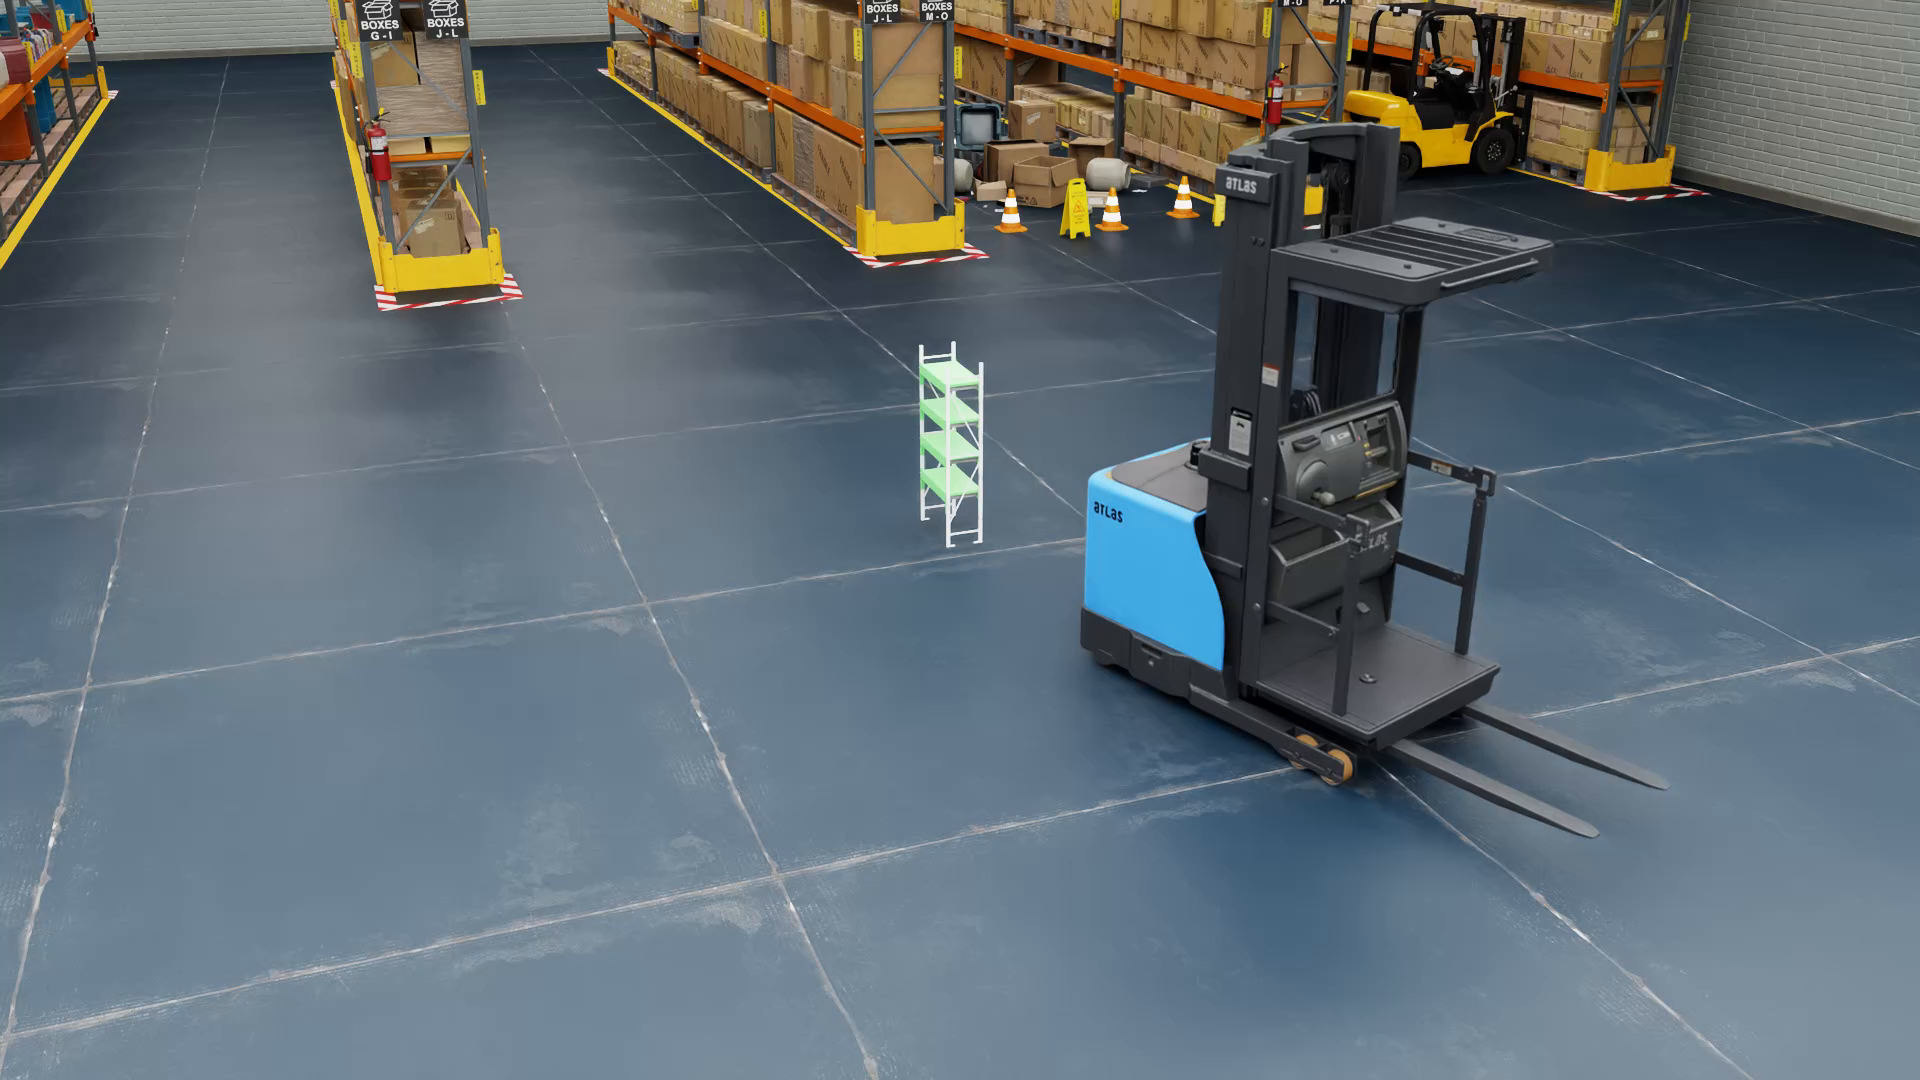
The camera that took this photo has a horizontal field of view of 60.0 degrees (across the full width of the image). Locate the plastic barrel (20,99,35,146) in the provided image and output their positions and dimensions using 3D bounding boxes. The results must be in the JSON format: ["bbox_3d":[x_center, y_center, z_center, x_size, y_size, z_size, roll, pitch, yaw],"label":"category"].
[{"bbox_3d":[-13.271,-5.854,23.342,0.600,0.588,0.708,-8,24,-19],"label":"plastic barrel"}]

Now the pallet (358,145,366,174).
[{"bbox_3d":[-7.775,-5.297,23.045,1.003,0.211,1.213,-8,24,-19],"label":"pallet"}]

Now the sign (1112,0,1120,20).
[{"bbox_3d":[2.116,-7.228,22.546,0.100,0.325,0.005,-8,24,-19],"label":"sign"}]

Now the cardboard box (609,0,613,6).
[{"bbox_3d":[-6.393,-10.138,31.264,0.380,0.149,0.250,-9,24,-19],"label":"cardboard box"}]

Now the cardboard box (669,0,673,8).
[{"bbox_3d":[-4.253,-8.260,25.502,0.380,0.149,0.250,-8,24,-17],"label":"cardboard box"}]

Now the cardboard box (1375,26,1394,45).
[{"bbox_3d":[6.671,-7.714,25.384,0.500,0.250,0.500,-8,24,-19],"label":"cardboard box"}]

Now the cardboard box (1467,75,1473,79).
[{"bbox_3d":[7.631,-6.689,24.471,0.500,0.250,0.500,-8,24,-18],"label":"cardboard box"}]

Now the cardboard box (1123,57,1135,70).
[{"bbox_3d":[2.445,-6.498,22.628,0.380,0.149,0.250,-8,24,-19],"label":"cardboard box"}]

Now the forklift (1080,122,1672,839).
[{"bbox_3d":[1.998,-0.398,7.920,1.130,2.935,3.031,-18,29,-36],"label":"forklift"}]

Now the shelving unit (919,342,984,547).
[{"bbox_3d":[-0.058,-0.613,10.660,0.258,1.200,0.503,-8,24,-19],"label":"shelving unit"}]

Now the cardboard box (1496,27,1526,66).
[{"bbox_3d":[7.726,-6.747,22.767,0.500,0.500,0.500,-8,24,-19],"label":"cardboard box"}]

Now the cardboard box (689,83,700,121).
[{"bbox_3d":[-3.851,-6.754,25.591,0.500,0.500,0.500,-8,24,-19],"label":"cardboard box"}]

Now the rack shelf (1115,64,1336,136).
[{"bbox_3d":[3.340,-5.714,21.371,1.077,0.370,4.000,-8,24,-19],"label":"rack shelf"}]

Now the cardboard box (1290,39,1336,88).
[{"bbox_3d":[4.139,-5.712,19.928,0.500,0.500,0.500,-9,24,-20],"label":"cardboard box"}]

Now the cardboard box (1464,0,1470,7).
[{"bbox_3d":[7.387,-7.606,23.587,0.380,0.149,0.250,-9,24,-20],"label":"cardboard box"}]

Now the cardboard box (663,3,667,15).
[{"bbox_3d":[-4.432,-8.310,26.003,0.380,0.149,0.250,-8,24,-18],"label":"cardboard box"}]

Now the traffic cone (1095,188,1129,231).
[{"bbox_3d":[1.770,-3.853,19.296,0.336,0.463,0.334,-8,24,-19],"label":"traffic cone"}]

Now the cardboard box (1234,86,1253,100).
[{"bbox_3d":[3.521,-5.386,19.991,0.380,0.149,0.250,-9,24,-20],"label":"cardboard box"}]

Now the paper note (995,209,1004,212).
[{"bbox_3d":[0.501,-4.021,20.254,0.144,0.017,0.142,0,23,-1],"label":"paper note"}]

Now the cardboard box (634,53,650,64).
[{"bbox_3d":[-5.579,-8.578,29.604,0.380,0.149,0.250,-10,25,-22],"label":"cardboard box"}]

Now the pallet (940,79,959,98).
[{"bbox_3d":[0.151,-8.124,29.753,1.003,0.211,1.213,-8,24,-19],"label":"pallet"}]

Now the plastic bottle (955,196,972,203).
[{"bbox_3d":[0.006,-4.243,20.738,0.283,0.061,0.133,-18,29,-37],"label":"plastic bottle"}]

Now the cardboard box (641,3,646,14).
[{"bbox_3d":[-5.078,-8.834,27.631,0.380,0.149,0.250,-10,25,-22],"label":"cardboard box"}]

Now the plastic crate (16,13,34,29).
[{"bbox_3d":[-15.266,-8.430,27.027,0.416,0.233,0.300,-8,24,-19],"label":"plastic crate"}]

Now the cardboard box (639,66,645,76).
[{"bbox_3d":[-5.414,-8.242,29.190,0.380,0.149,0.250,-9,25,-21],"label":"cardboard box"}]

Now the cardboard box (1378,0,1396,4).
[{"bbox_3d":[6.586,-8.158,25.279,0.380,0.149,0.250,-9,25,-21],"label":"cardboard box"}]

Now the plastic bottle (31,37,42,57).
[{"bbox_3d":[-13.218,-7.034,23.737,0.152,0.276,0.135,-8,24,-19],"label":"plastic bottle"}]

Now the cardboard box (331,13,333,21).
[{"bbox_3d":[-10.515,-8.924,28.384,0.380,0.149,0.250,-9,24,-20],"label":"cardboard box"}]

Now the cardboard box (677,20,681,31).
[{"bbox_3d":[-4.065,-7.794,25.162,0.380,0.149,0.250,-8,24,-19],"label":"cardboard box"}]

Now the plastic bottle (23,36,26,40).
[{"bbox_3d":[-13.411,-7.093,23.881,0.097,0.271,0.097,0,23,0],"label":"plastic bottle"}]

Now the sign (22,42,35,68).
[{"bbox_3d":[-12.172,-6.339,21.718,0.100,0.325,0.005,-8,24,-19],"label":"sign"}]

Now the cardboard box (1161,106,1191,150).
[{"bbox_3d":[2.971,-5.411,21.760,0.500,0.500,0.500,-7,24,-16],"label":"cardboard box"}]

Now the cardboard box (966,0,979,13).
[{"bbox_3d":[0.428,-8.897,27.546,0.500,0.250,0.500,-9,24,-20],"label":"cardboard box"}]

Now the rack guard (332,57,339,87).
[{"bbox_3d":[-10.885,-8.629,30.580,1.175,0.500,0.348,-8,24,-19],"label":"rack guard"}]

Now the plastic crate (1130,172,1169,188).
[{"bbox_3d":[2.421,-4.744,21.902,0.402,0.080,0.583,-18,29,-37],"label":"plastic crate"}]

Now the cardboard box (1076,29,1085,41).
[{"bbox_3d":[1.899,-7.278,23.938,0.380,0.149,0.250,-8,24,-19],"label":"cardboard box"}]

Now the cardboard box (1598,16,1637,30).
[{"bbox_3d":[8.366,-6.584,21.163,0.380,0.149,0.250,-8,24,-19],"label":"cardboard box"}]

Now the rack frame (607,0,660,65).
[{"bbox_3d":[-6.200,-10.416,31.601,1.000,3.000,0.127,-8,24,-19],"label":"rack frame"}]

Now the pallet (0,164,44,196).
[{"bbox_3d":[-12.446,-4.614,21.426,1.003,0.211,1.213,-8,24,-19],"label":"pallet"}]

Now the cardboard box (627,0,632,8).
[{"bbox_3d":[-5.579,-9.653,29.278,0.500,0.500,0.500,-8,24,-19],"label":"cardboard box"}]

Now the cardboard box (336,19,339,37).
[{"bbox_3d":[-9.535,-8.164,26.128,0.500,0.500,0.500,-8,24,-19],"label":"cardboard box"}]

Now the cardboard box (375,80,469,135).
[{"bbox_3d":[-5.393,-4.346,16.687,0.875,0.500,0.500,-8,24,-19],"label":"cardboard box"}]

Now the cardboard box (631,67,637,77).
[{"bbox_3d":[-5.756,-8.502,30.189,0.380,0.149,0.250,-8,24,-19],"label":"cardboard box"}]

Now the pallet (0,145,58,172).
[{"bbox_3d":[-13.001,-5.182,22.773,1.003,0.211,1.213,-8,24,-19],"label":"pallet"}]

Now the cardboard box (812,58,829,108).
[{"bbox_3d":[-1.243,-5.405,19.518,0.875,0.550,0.500,-8,24,-19],"label":"cardboard box"}]

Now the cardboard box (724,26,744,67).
[{"bbox_3d":[-2.934,-6.806,22.908,0.500,0.500,0.500,-9,24,-20],"label":"cardboard box"}]

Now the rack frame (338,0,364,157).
[{"bbox_3d":[-8.050,-6.866,23.177,1.000,3.000,0.127,-8,24,-19],"label":"rack frame"}]

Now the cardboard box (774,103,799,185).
[{"bbox_3d":[-1.804,-5.032,21.023,0.875,0.875,0.875,-8,24,-18],"label":"cardboard box"}]

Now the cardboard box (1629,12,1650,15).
[{"bbox_3d":[8.735,-6.740,21.531,0.380,0.149,0.250,-7,24,-17],"label":"cardboard box"}]

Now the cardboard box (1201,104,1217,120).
[{"bbox_3d":[3.242,-5.361,20.806,0.380,0.149,0.250,-8,24,-18],"label":"cardboard box"}]

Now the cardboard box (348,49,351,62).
[{"bbox_3d":[-7.673,-6.350,21.605,0.500,0.250,0.500,-9,24,-20],"label":"cardboard box"}]

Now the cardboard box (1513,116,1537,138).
[{"bbox_3d":[7.856,-5.660,22.673,0.500,0.250,0.500,-9,24,-20],"label":"cardboard box"}]

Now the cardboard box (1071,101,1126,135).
[{"bbox_3d":[2.189,-6.206,24.454,0.950,0.372,0.625,-7,24,-16],"label":"cardboard box"}]

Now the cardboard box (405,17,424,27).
[{"bbox_3d":[-5.511,-5.204,17.436,0.500,0.500,0.500,-8,24,-19],"label":"cardboard box"}]
